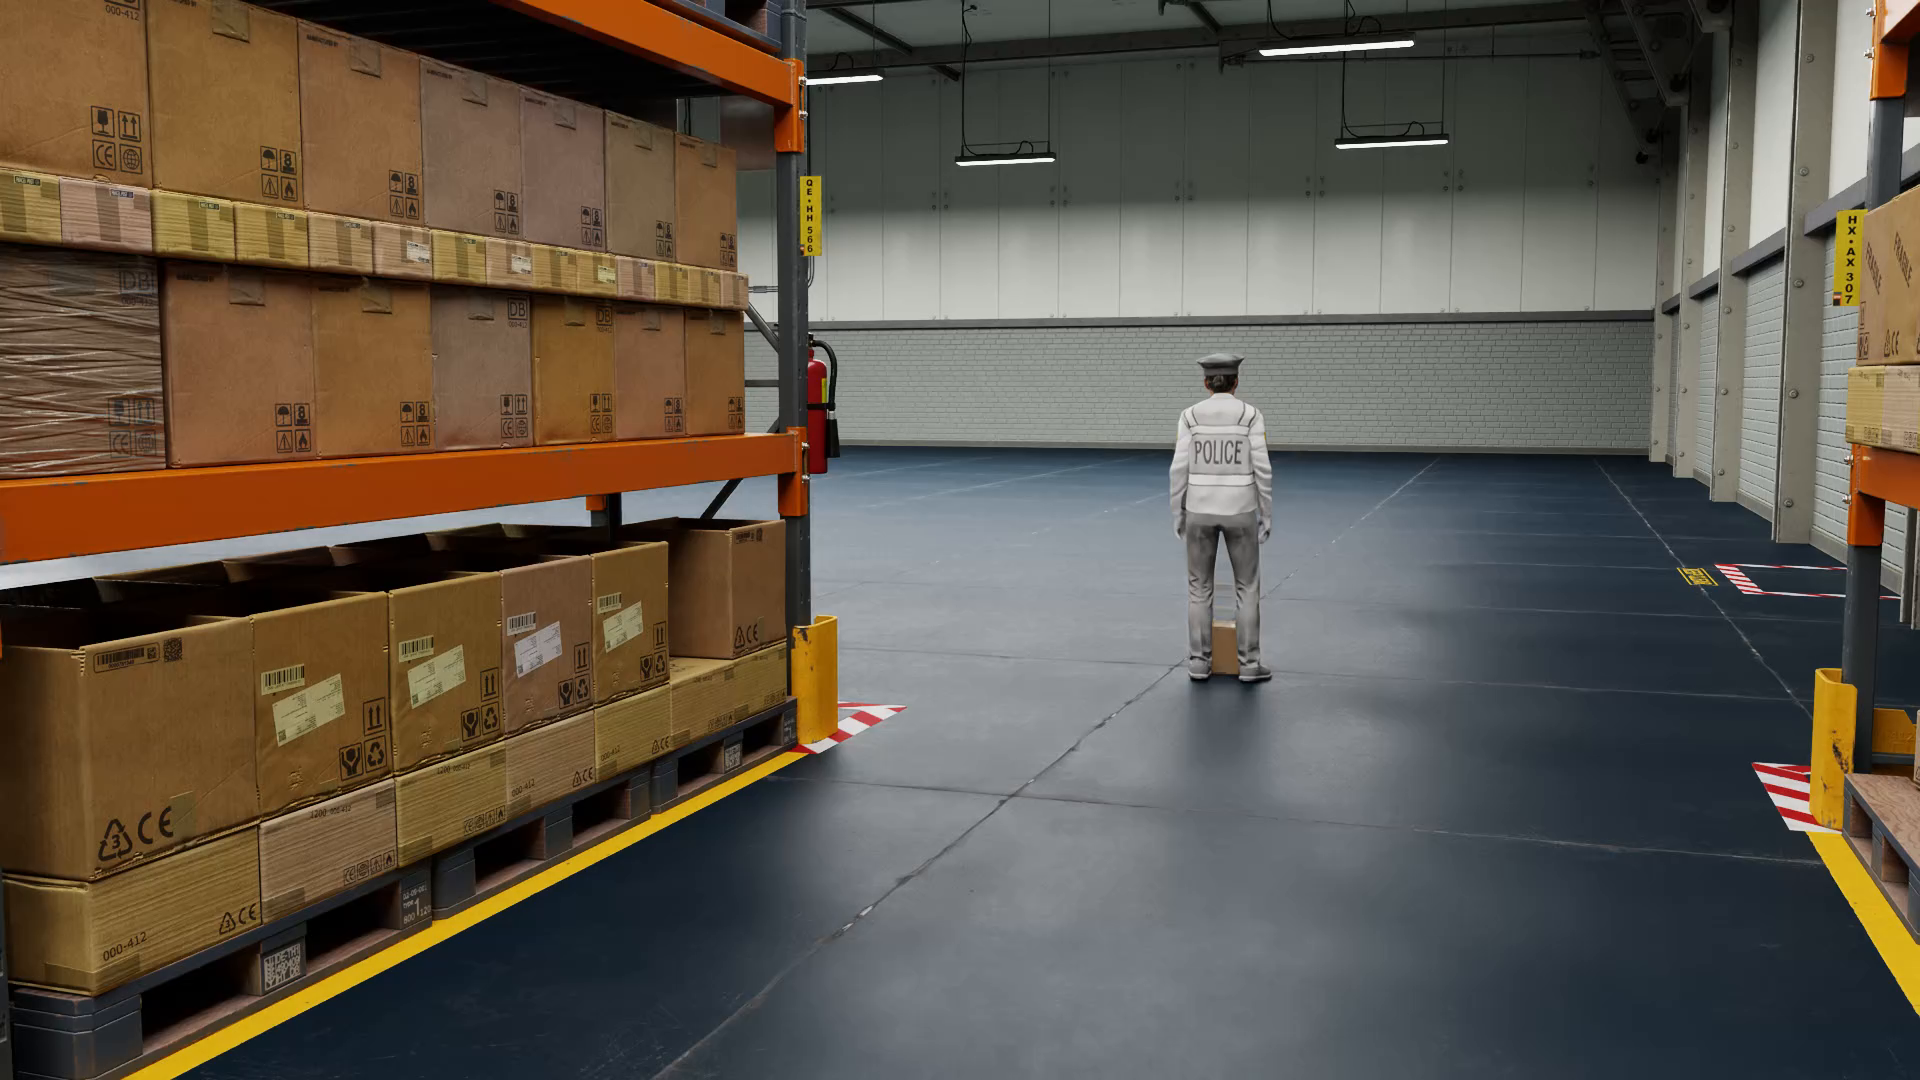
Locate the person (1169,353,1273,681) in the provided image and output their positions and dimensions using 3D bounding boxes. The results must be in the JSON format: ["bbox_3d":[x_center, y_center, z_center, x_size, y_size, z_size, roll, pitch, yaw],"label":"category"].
[{"bbox_3d":[1.330,-0.115,8.466,0.522,1.663,0.371,2,6,16],"label":"person"}]
